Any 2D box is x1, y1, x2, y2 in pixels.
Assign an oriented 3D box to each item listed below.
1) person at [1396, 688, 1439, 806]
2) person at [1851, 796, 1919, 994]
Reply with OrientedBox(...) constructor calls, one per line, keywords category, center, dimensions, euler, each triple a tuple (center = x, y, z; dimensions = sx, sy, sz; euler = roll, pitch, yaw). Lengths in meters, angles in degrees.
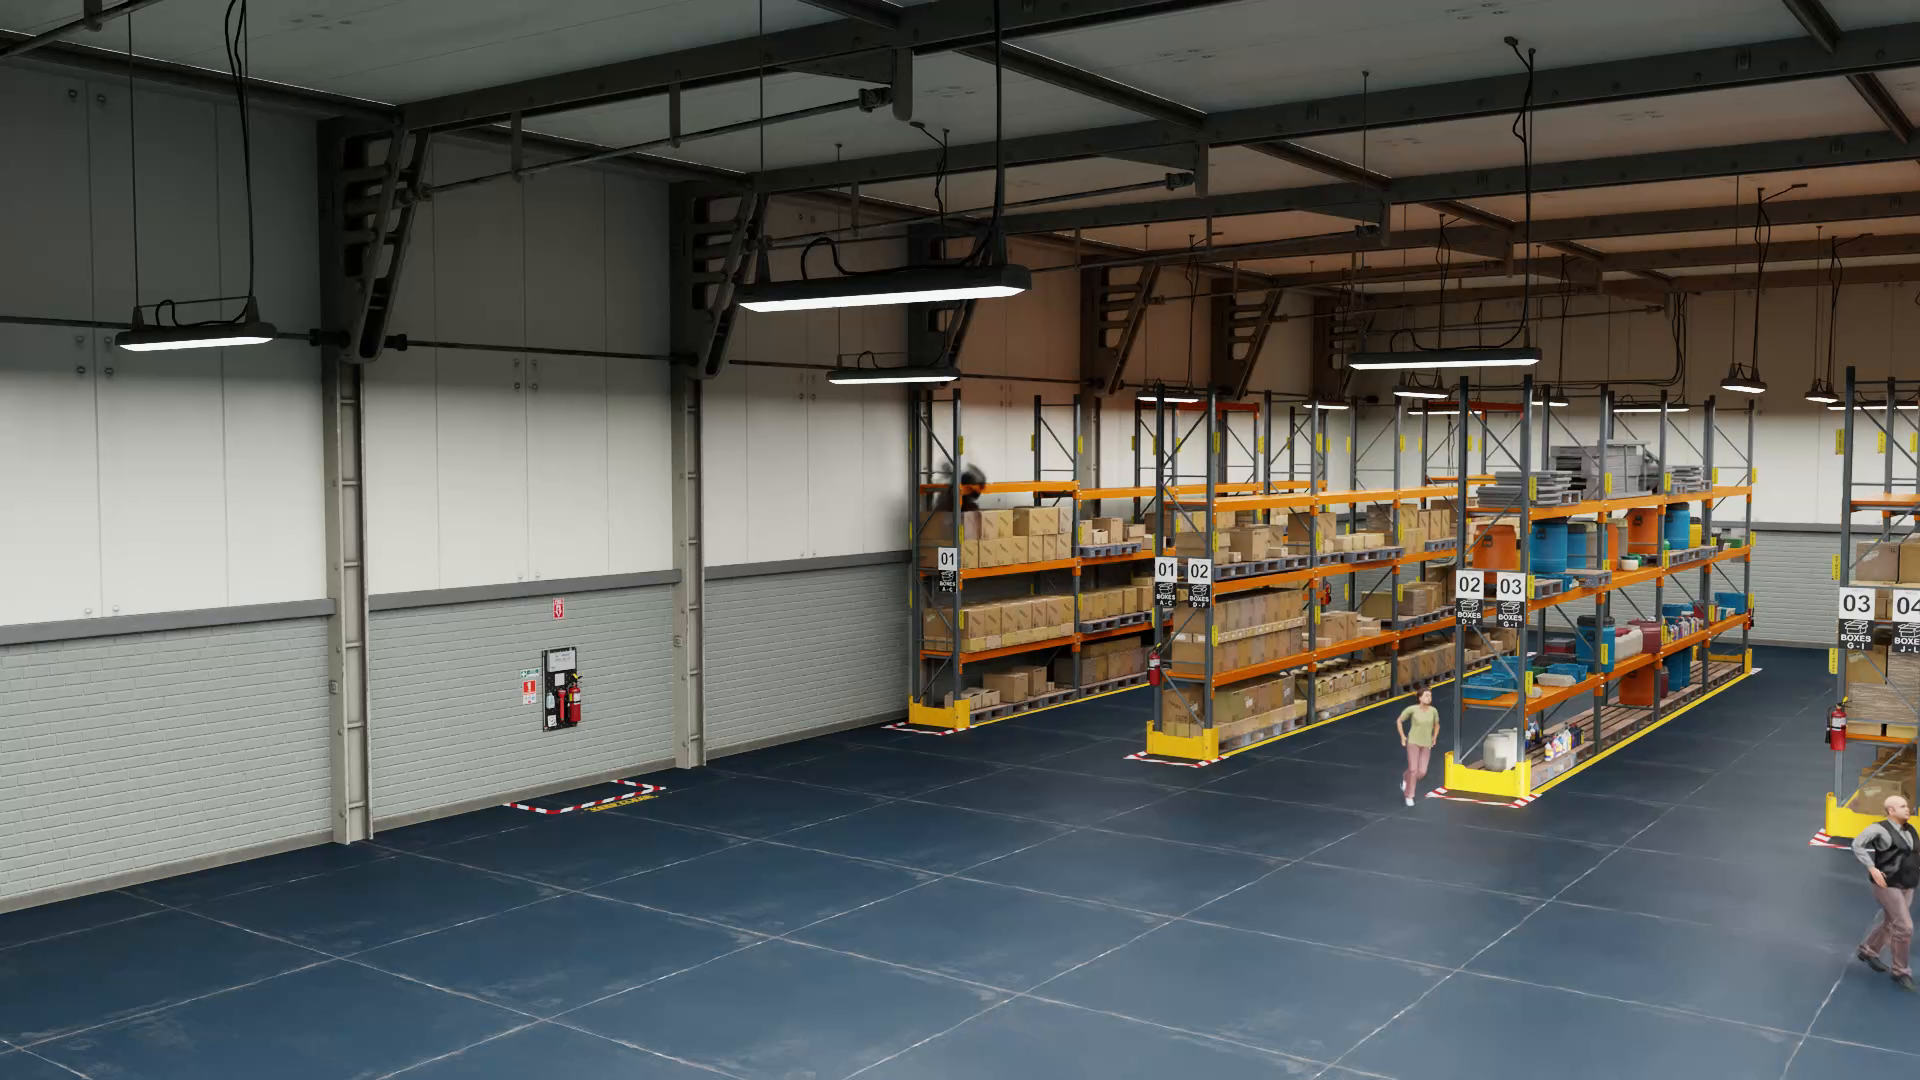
OrientedBox(category="person", center=(6.446, 2.875, 23.384), dimensions=(0.615, 1.626, 0.668), euler=(0, 3, -4))
OrientedBox(category="person", center=(8.696, 3.261, 15.495), dimensions=(0.661, 1.770, 0.720), euler=(-2, 4, -26))
